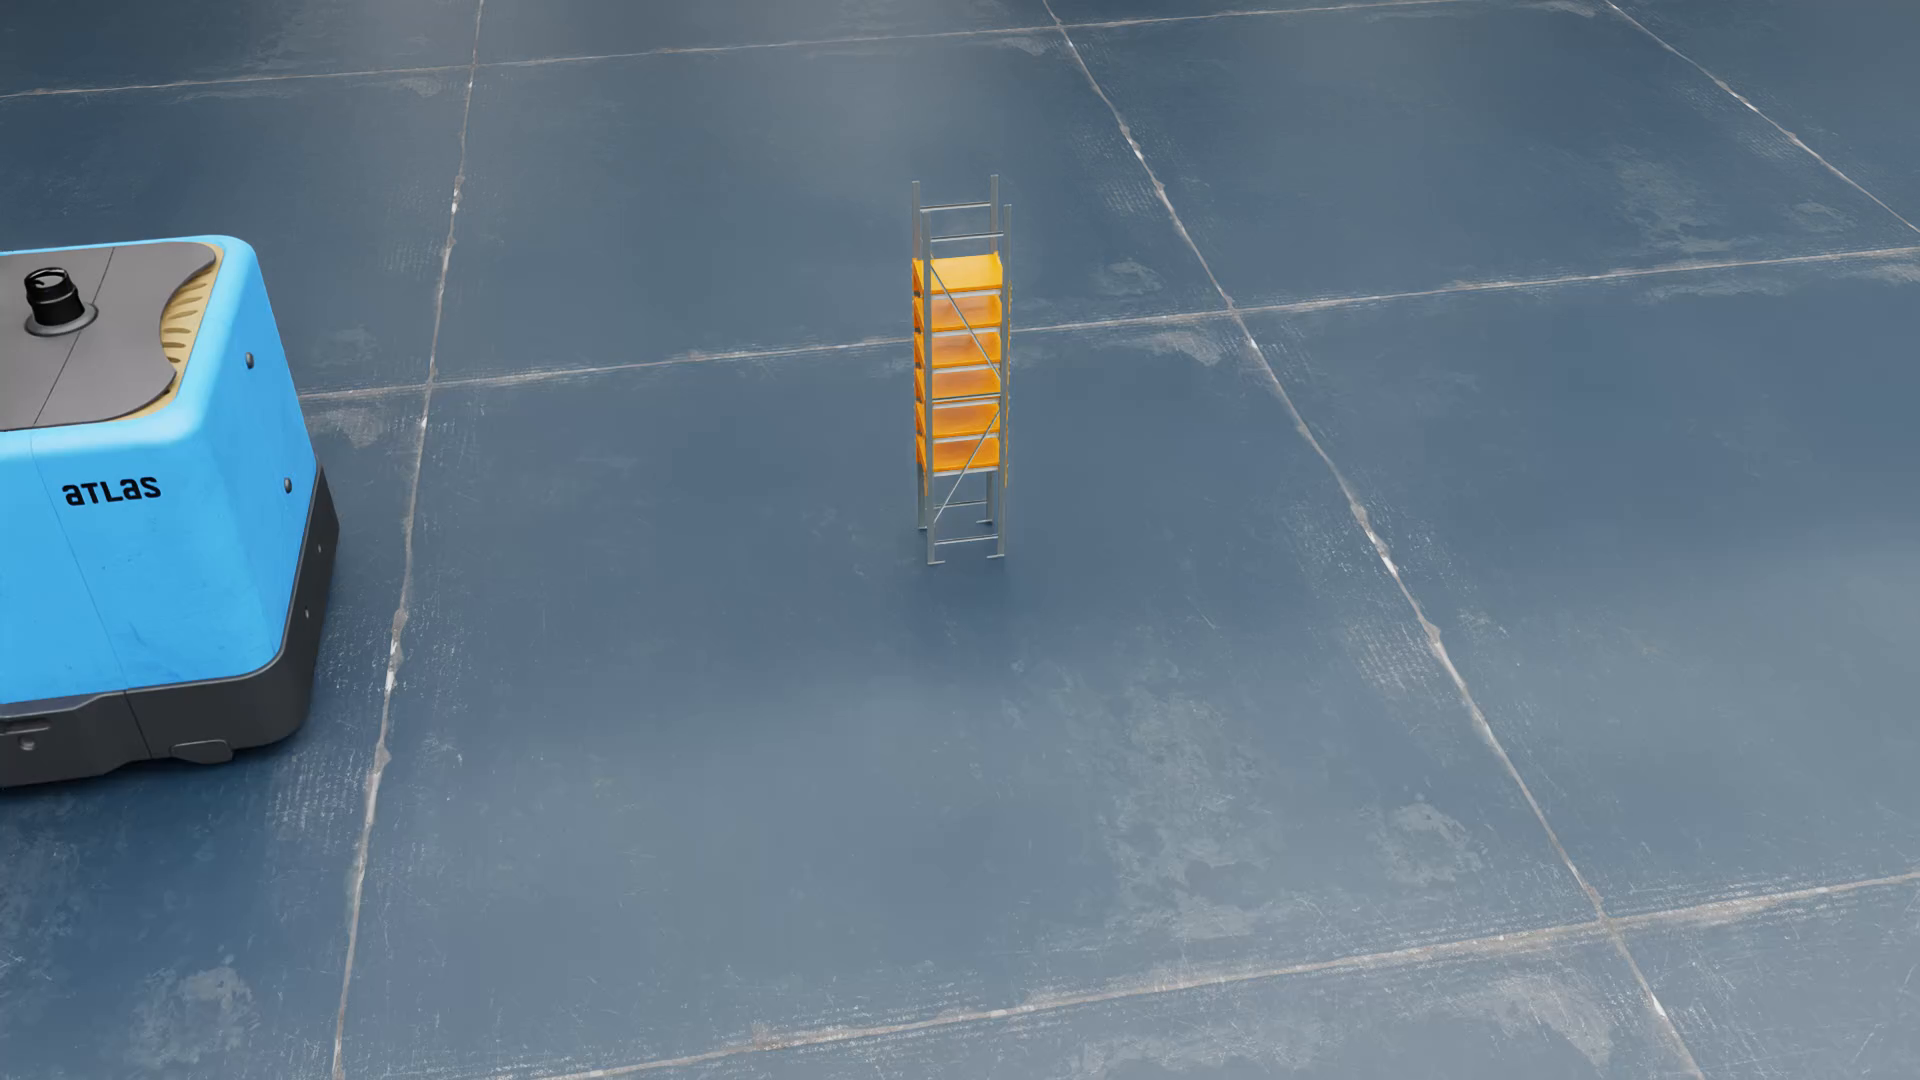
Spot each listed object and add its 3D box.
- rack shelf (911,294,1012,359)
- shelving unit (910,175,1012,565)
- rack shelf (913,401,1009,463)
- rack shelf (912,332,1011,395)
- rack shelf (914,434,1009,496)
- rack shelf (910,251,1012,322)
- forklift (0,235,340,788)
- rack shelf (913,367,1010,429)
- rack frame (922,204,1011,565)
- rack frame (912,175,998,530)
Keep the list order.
[{"bbox_3d":[0.003,-0.620,4.751,0.258,0.103,0.180,-6,38,-8],"label":"rack shelf"},{"bbox_3d":[0.003,-0.465,4.871,0.258,1.200,0.189,-6,38,-8],"label":"shelving unit"},{"bbox_3d":[0.003,-0.335,4.972,0.258,0.103,0.180,-6,38,-8],"label":"rack shelf"},{"bbox_3d":[0.003,-0.525,4.824,0.258,0.103,0.180,-6,38,-8],"label":"rack shelf"},{"bbox_3d":[0.003,-0.240,5.045,0.258,0.103,0.180,-6,38,-8],"label":"rack shelf"},{"bbox_3d":[0.003,-0.714,4.677,0.258,0.103,0.180,-6,38,-8],"label":"rack shelf"},{"bbox_3d":[-3.343,-0.710,3.775,3.031,2.935,1.130,-7,38,-8],"label":"forklift"},{"bbox_3d":[0.003,-0.430,4.898,0.258,0.103,0.180,-6,38,-8],"label":"rack shelf"},{"bbox_3d":[0.019,-0.410,4.800,0.240,1.200,0.006,-6,38,-8],"label":"rack frame"},{"bbox_3d":[-0.014,-0.520,4.942,0.240,1.200,0.006,-6,38,-8],"label":"rack frame"}]
